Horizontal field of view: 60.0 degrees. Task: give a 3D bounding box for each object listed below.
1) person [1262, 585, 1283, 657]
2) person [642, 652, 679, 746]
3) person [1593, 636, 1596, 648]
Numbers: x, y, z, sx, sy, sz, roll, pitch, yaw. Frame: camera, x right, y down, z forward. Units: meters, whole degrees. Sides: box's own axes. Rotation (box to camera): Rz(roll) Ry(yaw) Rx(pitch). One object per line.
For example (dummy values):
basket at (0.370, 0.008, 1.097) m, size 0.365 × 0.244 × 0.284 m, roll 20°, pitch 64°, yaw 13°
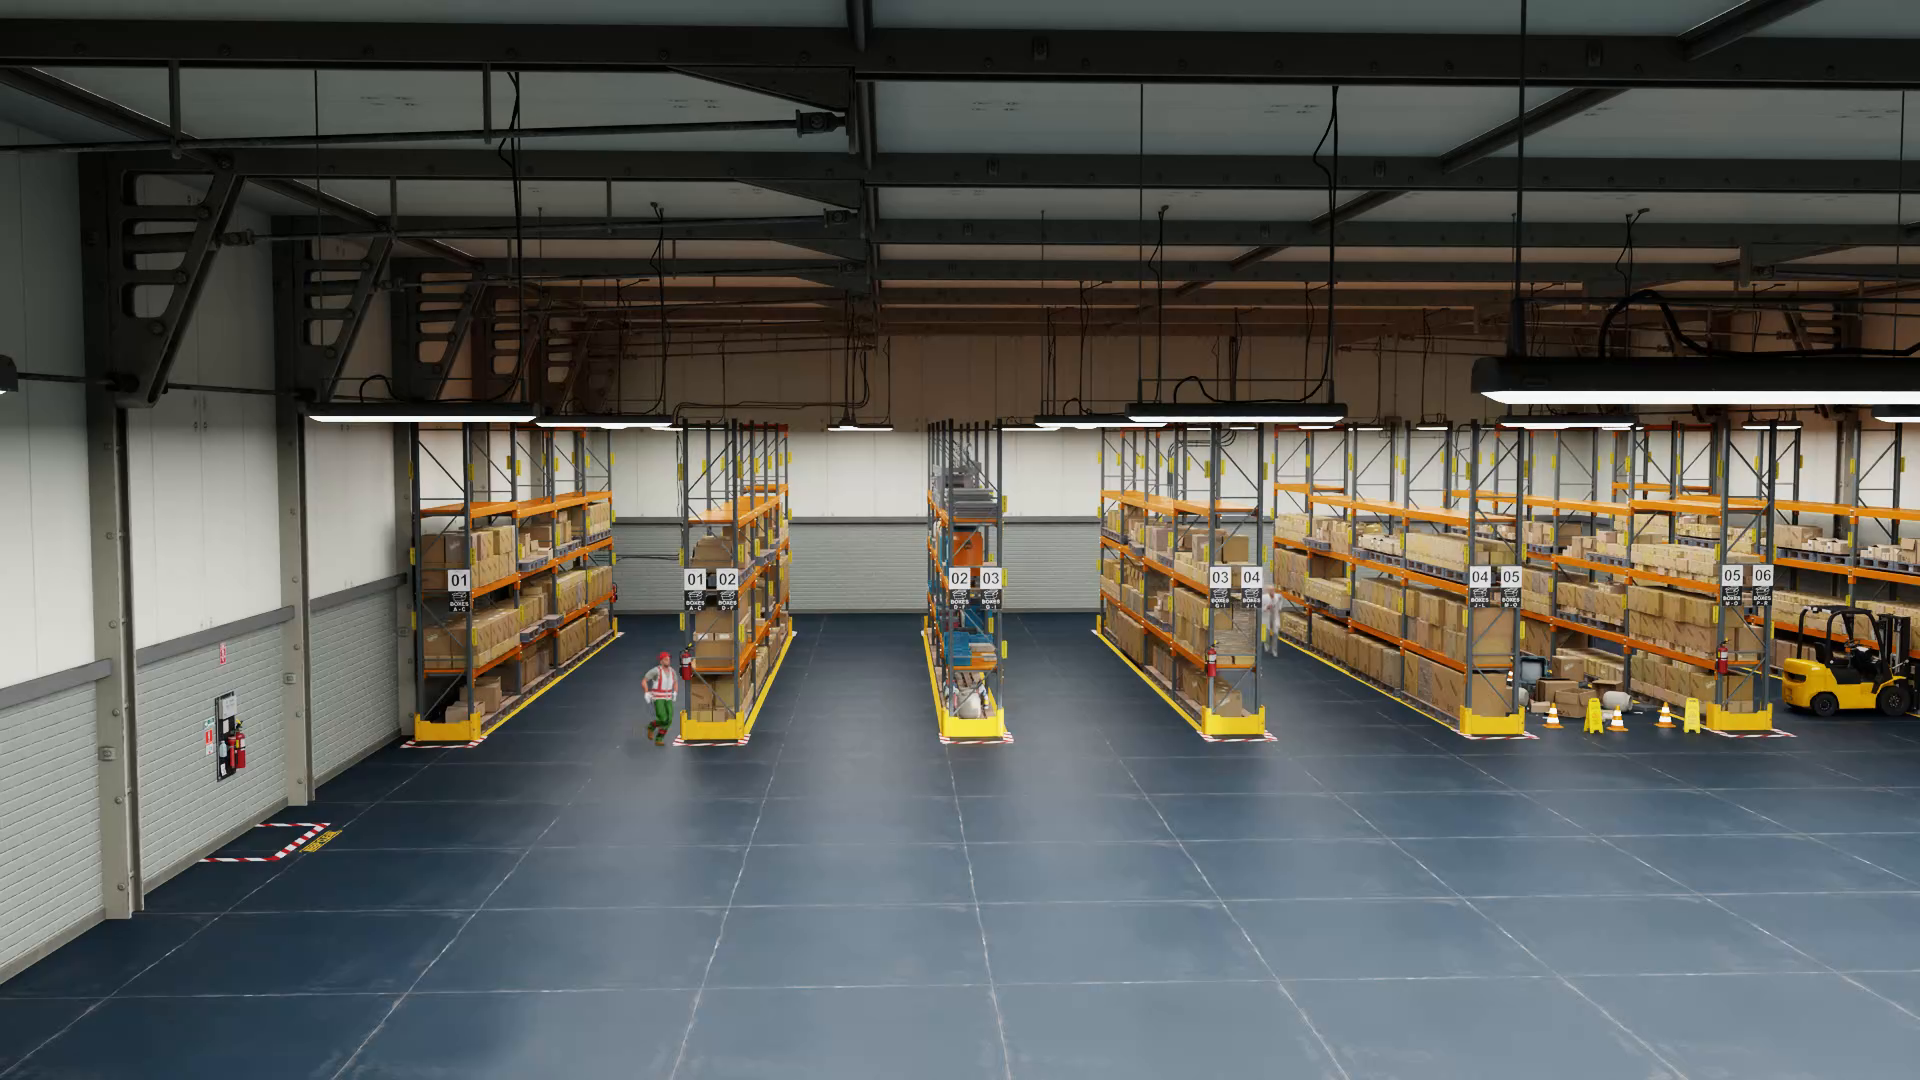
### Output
person at (8.039, 2.086, 43.081) m, size 0.705 × 1.841 × 1.023 m, roll 0°, pitch 4°, yaw -2°
person at (-5.455, 2.917, 30.468) m, size 0.559 × 1.735 × 0.723 m, roll 4°, pitch 5°, yaw 44°
person at (16.352, 2.140, 43.330) m, size 0.589 × 1.694 × 0.735 m, roll 0°, pitch 4°, yaw -3°
